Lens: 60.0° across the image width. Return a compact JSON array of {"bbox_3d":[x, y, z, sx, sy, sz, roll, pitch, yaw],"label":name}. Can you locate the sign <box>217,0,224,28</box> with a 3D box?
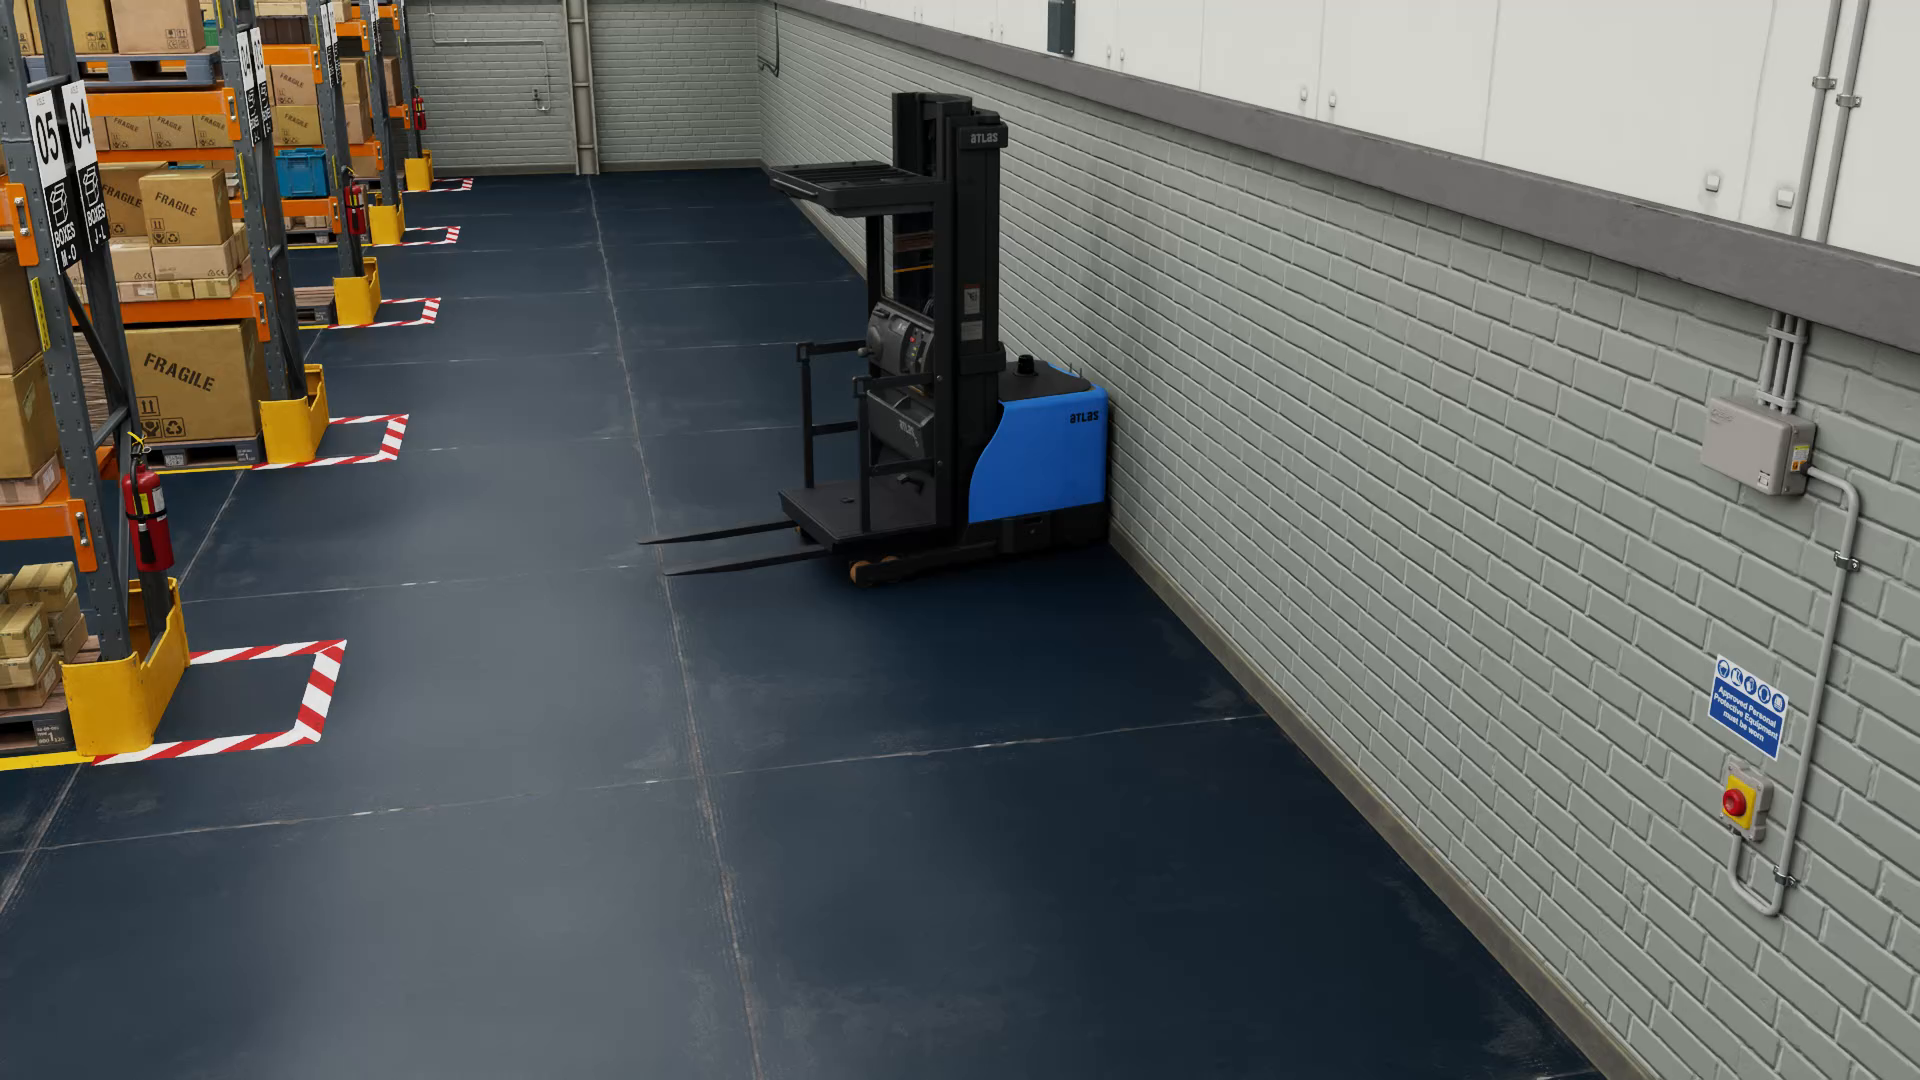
[{"bbox_3d":[-5.262,-3.804,11.804,0.005,0.325,0.100,-5,21,-12],"label":"sign"}]

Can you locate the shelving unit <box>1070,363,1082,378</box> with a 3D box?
[{"bbox_3d":[0.850,-0.600,11.389,0.189,1.200,0.258,-2,16,-14],"label":"shelving unit"}]

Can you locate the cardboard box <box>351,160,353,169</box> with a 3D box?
[{"bbox_3d":[-9.938,-6.068,26.543,0.500,0.500,0.700,-5,21,-13],"label":"cardboard box"}]

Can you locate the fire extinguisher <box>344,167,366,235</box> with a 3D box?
[{"bbox_3d":[-6.262,-3.506,17.178,0.183,0.674,0.296,-5,21,-12],"label":"fire extinguisher"}]

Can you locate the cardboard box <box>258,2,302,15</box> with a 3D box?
[{"bbox_3d":[-8.578,-6.689,21.070,0.500,0.250,0.500,-5,21,-12],"label":"cardboard box"}]

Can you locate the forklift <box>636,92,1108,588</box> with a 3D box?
[{"bbox_3d":[-0.568,-1.283,10.556,3.031,2.935,1.130,-9,22,-24],"label":"forklift"}]

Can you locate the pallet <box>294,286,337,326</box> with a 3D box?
[{"bbox_3d":[-7.324,-2.496,17.820,1.213,0.211,1.003,-5,21,-12],"label":"pallet"}]

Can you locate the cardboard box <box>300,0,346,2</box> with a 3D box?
[{"bbox_3d":[-8.090,-6.962,21.090,0.500,0.250,0.500,-5,21,-12],"label":"cardboard box"}]

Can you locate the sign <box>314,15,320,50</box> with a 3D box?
[{"bbox_3d":[-6.371,-5.034,16.486,0.005,0.325,0.100,-5,21,-12],"label":"sign"}]

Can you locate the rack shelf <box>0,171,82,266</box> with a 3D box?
[{"bbox_3d":[-6.277,-1.443,7.579,4.000,0.370,1.077,-5,21,-12],"label":"rack shelf"}]

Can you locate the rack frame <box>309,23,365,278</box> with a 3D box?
[{"bbox_3d":[-6.513,-3.857,17.483,0.127,3.000,1.000,-5,21,-12],"label":"rack frame"}]

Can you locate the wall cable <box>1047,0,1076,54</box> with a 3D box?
[{"bbox_3d":[0.923,-5.821,9.445,0.120,5.999,2.277,-5,21,-12],"label":"wall cable"}]

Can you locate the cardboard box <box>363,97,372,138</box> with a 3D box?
[{"bbox_3d":[-8.142,-5.616,22.138,0.500,0.500,0.500,-4,21,-11],"label":"cardboard box"}]

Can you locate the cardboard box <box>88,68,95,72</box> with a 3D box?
[{"bbox_3d":[-11.019,-5.659,20.802,0.500,0.500,0.500,-4,21,-11],"label":"cardboard box"}]

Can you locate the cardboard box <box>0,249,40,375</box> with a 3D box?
[{"bbox_3d":[-4.718,-1.068,7.837,0.500,0.500,0.500,-5,21,-14],"label":"cardboard box"}]

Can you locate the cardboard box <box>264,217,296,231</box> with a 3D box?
[{"bbox_3d":[-9.053,-4.240,21.887,0.500,0.250,0.500,-5,21,-12],"label":"cardboard box"}]

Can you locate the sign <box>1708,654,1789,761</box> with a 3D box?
[{"bbox_3d":[2.438,0.516,5.152,0.001,0.218,0.327,-5,21,-12],"label":"sign"}]

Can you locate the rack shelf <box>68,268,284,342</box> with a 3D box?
[{"bbox_3d":[-7.320,-1.703,12.649,4.000,0.370,1.077,-5,21,-12],"label":"rack shelf"}]

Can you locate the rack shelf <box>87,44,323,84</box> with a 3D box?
[{"bbox_3d":[-8.459,-4.770,16.659,4.000,0.370,1.077,-5,21,-12],"label":"rack shelf"}]

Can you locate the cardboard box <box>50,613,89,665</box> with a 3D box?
[{"bbox_3d":[-4.914,0.545,9.001,0.250,0.149,0.380,-4,21,-11],"label":"cardboard box"}]

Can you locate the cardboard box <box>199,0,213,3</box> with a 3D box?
[{"bbox_3d":[-9.549,-6.843,20.764,0.500,0.250,0.500,-5,21,-12],"label":"cardboard box"}]

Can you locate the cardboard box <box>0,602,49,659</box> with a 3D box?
[{"bbox_3d":[-4.787,0.458,8.373,0.250,0.149,0.380,-4,21,-12],"label":"cardboard box"}]

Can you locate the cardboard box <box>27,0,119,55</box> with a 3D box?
[{"bbox_3d":[-6.442,-3.836,12.162,0.500,0.500,0.700,-5,21,-14],"label":"cardboard box"}]

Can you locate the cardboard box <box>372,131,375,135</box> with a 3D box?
[{"bbox_3d":[-9.375,-6.489,26.750,0.250,0.149,0.380,-5,21,-12],"label":"cardboard box"}]

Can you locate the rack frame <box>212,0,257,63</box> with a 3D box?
[{"bbox_3d":[-5.373,-5.016,11.926,0.127,3.000,1.000,-5,21,-12],"label":"rack frame"}]

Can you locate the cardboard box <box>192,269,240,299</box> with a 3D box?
[{"bbox_3d":[-5.644,-1.943,12.623,0.250,0.149,0.380,-4,21,-11],"label":"cardboard box"}]

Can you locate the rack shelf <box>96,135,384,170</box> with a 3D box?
[{"bbox_3d":[-9.595,-5.019,21.702,4.000,0.370,1.077,-5,21,-12],"label":"rack shelf"}]

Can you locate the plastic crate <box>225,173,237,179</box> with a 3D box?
[{"bbox_3d":[-7.820,-3.801,17.626,0.298,0.136,0.250,-5,21,-12],"label":"plastic crate"}]

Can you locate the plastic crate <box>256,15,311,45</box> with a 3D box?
[{"bbox_3d":[-6.952,-5.267,17.161,0.590,0.269,0.497,-5,21,-12],"label":"plastic crate"}]

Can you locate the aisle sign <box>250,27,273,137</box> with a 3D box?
[{"bbox_3d":[-5.372,-3.526,12.800,0.004,0.787,0.394,-5,21,-12],"label":"aisle sign"}]

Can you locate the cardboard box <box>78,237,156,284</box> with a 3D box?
[{"bbox_3d":[-6.278,-2.101,12.476,0.500,0.250,0.500,-5,21,-13],"label":"cardboard box"}]

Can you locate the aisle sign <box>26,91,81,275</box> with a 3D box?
[{"bbox_3d":[-4.190,-1.657,7.698,0.004,0.787,0.394,-5,21,-12],"label":"aisle sign"}]

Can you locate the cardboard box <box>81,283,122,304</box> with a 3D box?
[{"bbox_3d":[-6.385,-1.883,12.459,0.250,0.149,0.380,-4,21,-12],"label":"cardboard box"}]

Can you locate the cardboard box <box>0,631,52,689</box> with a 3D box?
[{"bbox_3d":[-4.778,0.608,8.395,0.250,0.149,0.380,-5,21,-14],"label":"cardboard box"}]

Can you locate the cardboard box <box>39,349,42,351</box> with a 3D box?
[{"bbox_3d":[-4.831,-0.775,8.490,0.500,0.500,0.500,-4,20,-10],"label":"cardboard box"}]

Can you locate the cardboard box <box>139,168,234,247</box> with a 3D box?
[{"bbox_3d":[-5.787,-2.494,12.458,0.500,0.500,0.500,-4,21,-12],"label":"cardboard box"}]

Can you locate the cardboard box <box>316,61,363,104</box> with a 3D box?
[{"bbox_3d":[-8.019,-5.905,21.474,0.500,0.500,0.500,-5,21,-13],"label":"cardboard box"}]

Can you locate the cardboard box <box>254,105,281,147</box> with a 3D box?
[{"bbox_3d":[-9.013,-5.356,21.430,0.500,0.500,0.500,-4,21,-12],"label":"cardboard box"}]

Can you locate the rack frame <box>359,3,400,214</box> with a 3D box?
[{"bbox_3d":[-7.649,-5.516,22.011,0.127,3.000,1.000,-5,21,-12],"label":"rack frame"}]

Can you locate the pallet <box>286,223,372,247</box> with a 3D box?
[{"bbox_3d":[-8.499,-4.137,22.301,1.213,0.211,1.003,-5,21,-12],"label":"pallet"}]

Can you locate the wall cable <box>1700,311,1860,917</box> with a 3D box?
[{"bbox_3d":[2.389,0.172,4.962,0.123,1.953,0.585,-5,21,-12],"label":"wall cable"}]

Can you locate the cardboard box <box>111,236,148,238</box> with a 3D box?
[{"bbox_3d":[-6.407,-2.278,12.957,0.500,0.250,0.500,-5,21,-13],"label":"cardboard box"}]

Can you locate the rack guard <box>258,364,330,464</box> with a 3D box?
[{"bbox_3d":[-5.350,-1.027,13.393,0.348,0.500,1.175,-5,21,-12],"label":"rack guard"}]

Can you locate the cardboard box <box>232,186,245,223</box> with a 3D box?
[{"bbox_3d":[-9.715,-4.384,21.911,0.637,0.503,0.797,-5,21,-12],"label":"cardboard box"}]

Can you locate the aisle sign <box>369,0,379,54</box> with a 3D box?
[{"bbox_3d":[-7.512,-6.639,21.298,0.004,0.787,0.394,-5,21,-12],"label":"aisle sign"}]

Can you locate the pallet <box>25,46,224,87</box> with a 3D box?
[{"bbox_3d":[-6.093,-3.504,12.287,1.213,0.211,1.003,-5,21,-12],"label":"pallet"}]

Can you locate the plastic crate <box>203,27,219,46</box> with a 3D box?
[{"bbox_3d":[-7.407,-4.993,16.530,0.336,0.188,0.450,-5,21,-12],"label":"plastic crate"}]

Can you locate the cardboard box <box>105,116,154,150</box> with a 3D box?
[{"bbox_3d":[-10.486,-5.237,21.104,0.500,0.500,0.500,-4,21,-12],"label":"cardboard box"}]

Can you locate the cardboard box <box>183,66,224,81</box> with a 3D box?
[{"bbox_3d":[-9.514,-5.781,21.137,0.500,0.500,0.500,-4,20,-11],"label":"cardboard box"}]

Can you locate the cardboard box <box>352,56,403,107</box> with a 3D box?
[{"bbox_3d":[-9.287,-7.271,26.365,0.700,0.700,0.980,-4,20,-10],"label":"cardboard box"}]
